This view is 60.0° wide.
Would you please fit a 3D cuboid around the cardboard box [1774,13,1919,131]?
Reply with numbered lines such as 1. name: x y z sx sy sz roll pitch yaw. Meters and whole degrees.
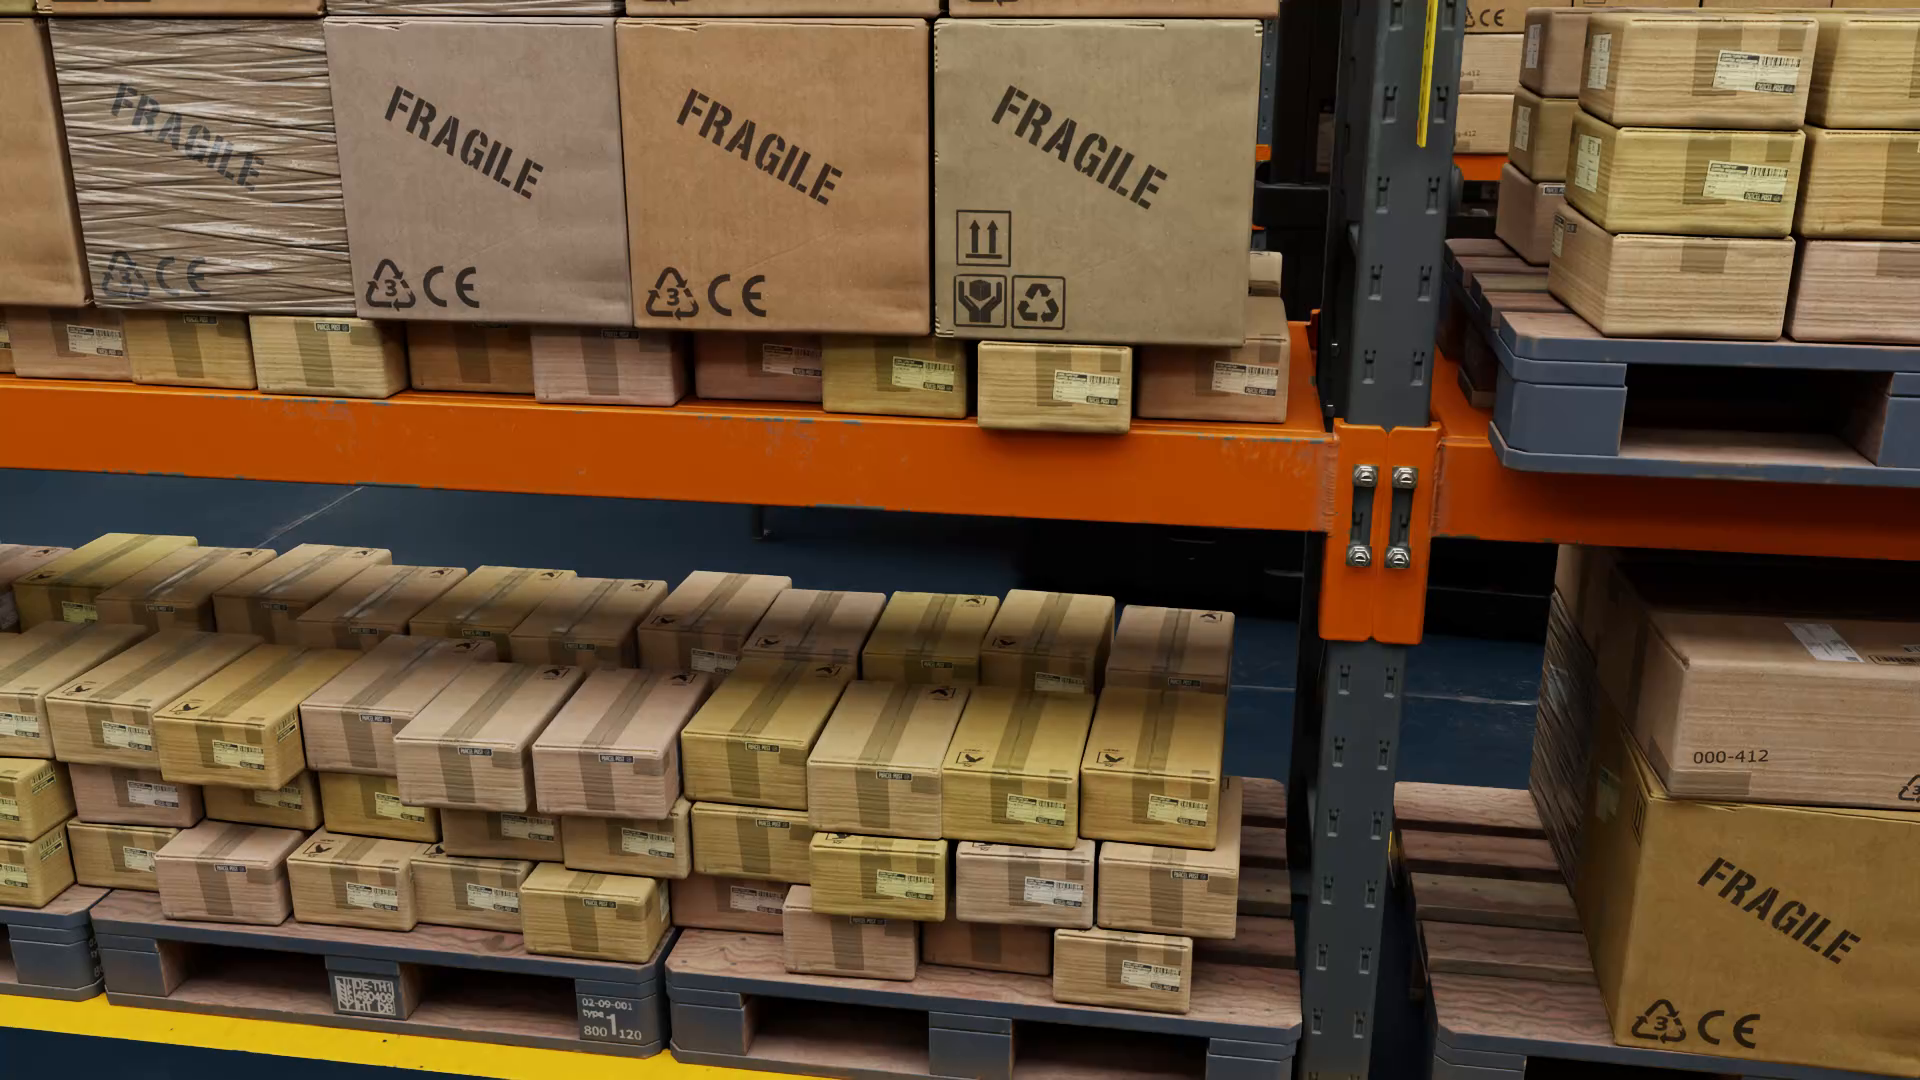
1. cardboard box: 1.361 -0.692 2.440 0.250 0.149 0.380 3 19 10

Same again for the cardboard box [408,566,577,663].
1. cardboard box: -1.078 0.196 3.883 0.250 0.149 0.380 3 19 9

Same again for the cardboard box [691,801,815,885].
1. cardboard box: -0.362 0.529 3.358 0.250 0.149 0.380 3 19 9

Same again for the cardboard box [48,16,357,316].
1. cardboard box: -1.263 -0.715 3.086 0.500 0.500 0.500 2 19 7

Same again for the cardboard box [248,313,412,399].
1. cardboard box: -1.106 -0.384 3.119 0.250 0.149 0.380 3 19 10

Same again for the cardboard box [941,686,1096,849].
1. cardboard box: 0.117 0.428 3.190 0.250 0.149 0.380 3 19 9

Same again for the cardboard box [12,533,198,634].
1. cardboard box: -2.103 0.115 4.126 0.250 0.149 0.380 3 19 7

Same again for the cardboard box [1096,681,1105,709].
1. cardboard box: 0.197 0.403 3.734 0.250 0.149 0.380 3 19 9

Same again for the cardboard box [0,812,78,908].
1. cardboard box: -1.962 0.618 3.561 0.250 0.149 0.380 3 19 9

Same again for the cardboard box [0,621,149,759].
1. cardboard box: -1.940 0.312 3.537 0.250 0.149 0.380 2 19 6

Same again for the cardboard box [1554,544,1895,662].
1. cardboard box: 1.544 0.083 3.423 0.500 0.250 0.500 2 19 7

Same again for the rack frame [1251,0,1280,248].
1. rack frame: 1.454 -2.062 7.737 0.127 3.000 1.000 3 19 9

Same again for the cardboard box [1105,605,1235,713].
1. cardboard box: 0.461 0.283 3.624 0.250 0.149 0.380 4 19 11

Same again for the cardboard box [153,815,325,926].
1. cardboard box: -1.463 0.640 3.493 0.250 0.149 0.380 2 19 6

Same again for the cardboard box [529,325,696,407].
1. cardboard box: -0.601 -0.364 3.058 0.250 0.149 0.380 2 19 6

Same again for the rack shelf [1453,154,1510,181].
1. rack shelf: 3.428 -1.620 7.550 4.000 0.370 1.077 3 19 9

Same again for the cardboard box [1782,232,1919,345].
1. cardboard box: 1.359 -0.410 2.534 0.250 0.149 0.380 3 19 10

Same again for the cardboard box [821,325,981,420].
1. cardboard box: -0.077 -0.339 2.984 0.250 0.149 0.380 4 19 11

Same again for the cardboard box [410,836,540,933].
1. cardboard box: -0.942 0.648 3.471 0.250 0.149 0.380 3 19 10

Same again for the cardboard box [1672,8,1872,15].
1. cardboard box: 1.461 -0.896 3.049 0.250 0.149 0.380 2 19 7

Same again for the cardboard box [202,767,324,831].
1. cardboard box: -1.400 0.459 3.567 0.250 0.149 0.380 4 19 11

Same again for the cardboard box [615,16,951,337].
1. cardboard box: -0.267 -0.657 2.912 0.500 0.500 0.500 2 19 7

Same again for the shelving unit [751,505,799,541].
1. shelving unit: -0.218 -0.747 6.171 1.048 1.500 0.538 5 19 14

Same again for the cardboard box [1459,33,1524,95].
1. cardboard box: 2.363 -2.100 7.299 0.500 0.250 0.500 3 19 10

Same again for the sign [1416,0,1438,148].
1. sign: 0.690 -0.746 2.441 0.005 0.325 0.100 3 19 9

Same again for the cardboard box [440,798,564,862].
1. cardboard box: -0.878 0.502 3.437 0.250 0.149 0.380 2 19 6

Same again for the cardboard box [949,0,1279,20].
1. cardboard box: 0.261 -1.107 2.683 0.500 0.500 0.500 2 19 7

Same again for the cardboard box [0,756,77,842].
1. cardboard box: -1.951 0.474 3.520 0.250 0.149 0.380 4 19 10

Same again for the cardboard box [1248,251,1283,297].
1. cardboard box: 0.540 -0.503 3.476 0.250 0.149 0.380 4 19 11

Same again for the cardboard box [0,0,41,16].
1. cardboard box: -1.771 -1.207 2.982 0.500 0.500 0.500 2 19 7

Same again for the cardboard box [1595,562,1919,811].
1. cardboard box: 1.456 0.245 2.940 0.500 0.250 0.500 2 19 6

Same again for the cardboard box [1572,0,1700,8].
1. cardboard box: 2.844 -2.428 7.099 0.500 0.500 0.500 2 19 7

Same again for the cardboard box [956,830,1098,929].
1. cardboard box: 0.138 0.580 3.204 0.250 0.149 0.380 2 19 6

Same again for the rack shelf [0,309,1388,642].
1. rack shelf: -1.206 -0.265 3.502 4.000 0.370 1.077 3 19 9

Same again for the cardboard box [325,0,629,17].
1. cardboard box: -0.753 -1.162 2.846 0.500 0.500 0.500 3 19 10

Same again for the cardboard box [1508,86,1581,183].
1. cardboard box: 1.192 -0.769 3.138 0.250 0.149 0.380 3 19 10

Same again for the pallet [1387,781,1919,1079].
1. pallet: 1.537 0.855 3.414 1.213 0.211 1.003 3 19 9

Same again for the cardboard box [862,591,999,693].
1. cardboard box: -0.059 0.253 3.713 0.250 0.149 0.380 3 19 8

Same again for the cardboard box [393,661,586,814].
1. cardboard box: -0.924 0.386 3.316 0.250 0.149 0.380 2 19 7

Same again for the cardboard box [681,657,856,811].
1. cardboard box: -0.374 0.380 3.332 0.250 0.149 0.380 4 19 10

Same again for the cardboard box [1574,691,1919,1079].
1. cardboard box: 1.456 0.601 3.058 0.500 0.500 0.500 4 19 11

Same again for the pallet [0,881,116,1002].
1. pallet: -2.310 0.671 3.965 1.213 0.211 1.003 3 19 9

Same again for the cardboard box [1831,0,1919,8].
1. cardboard box: 3.854 -2.376 6.944 0.500 0.500 0.500 3 19 9

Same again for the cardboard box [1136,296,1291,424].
1. cardboard box: 0.449 -0.328 2.951 0.250 0.149 0.380 3 19 8

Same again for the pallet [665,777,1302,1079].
1. pallet: 0.099 0.794 3.598 1.213 0.211 1.003 3 19 9

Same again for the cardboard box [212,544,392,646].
1. cardboard box: -1.584 0.144 4.040 0.250 0.149 0.380 4 19 11

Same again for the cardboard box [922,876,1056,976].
1. cardboard box: 0.084 0.695 3.330 0.250 0.149 0.380 3 19 10

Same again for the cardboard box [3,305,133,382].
1. cardboard box: -1.618 -0.426 3.245 0.250 0.149 0.380 3 19 8

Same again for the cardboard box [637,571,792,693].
1. cardboard box: -0.559 0.209 3.846 0.250 0.149 0.380 3 19 10

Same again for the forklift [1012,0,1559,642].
1. forklift: 1.757 -1.246 5.409 3.031 2.935 1.130 5 19 14

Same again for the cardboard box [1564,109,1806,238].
1. cardboard box: 1.084 -0.563 2.523 0.250 0.149 0.380 3 19 10

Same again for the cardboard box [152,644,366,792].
1. cardboard box: -1.415 0.357 3.404 0.250 0.149 0.380 3 19 9

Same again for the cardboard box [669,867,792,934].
1. cardboard box: -0.428 0.650 3.463 0.250 0.149 0.380 2 19 7
